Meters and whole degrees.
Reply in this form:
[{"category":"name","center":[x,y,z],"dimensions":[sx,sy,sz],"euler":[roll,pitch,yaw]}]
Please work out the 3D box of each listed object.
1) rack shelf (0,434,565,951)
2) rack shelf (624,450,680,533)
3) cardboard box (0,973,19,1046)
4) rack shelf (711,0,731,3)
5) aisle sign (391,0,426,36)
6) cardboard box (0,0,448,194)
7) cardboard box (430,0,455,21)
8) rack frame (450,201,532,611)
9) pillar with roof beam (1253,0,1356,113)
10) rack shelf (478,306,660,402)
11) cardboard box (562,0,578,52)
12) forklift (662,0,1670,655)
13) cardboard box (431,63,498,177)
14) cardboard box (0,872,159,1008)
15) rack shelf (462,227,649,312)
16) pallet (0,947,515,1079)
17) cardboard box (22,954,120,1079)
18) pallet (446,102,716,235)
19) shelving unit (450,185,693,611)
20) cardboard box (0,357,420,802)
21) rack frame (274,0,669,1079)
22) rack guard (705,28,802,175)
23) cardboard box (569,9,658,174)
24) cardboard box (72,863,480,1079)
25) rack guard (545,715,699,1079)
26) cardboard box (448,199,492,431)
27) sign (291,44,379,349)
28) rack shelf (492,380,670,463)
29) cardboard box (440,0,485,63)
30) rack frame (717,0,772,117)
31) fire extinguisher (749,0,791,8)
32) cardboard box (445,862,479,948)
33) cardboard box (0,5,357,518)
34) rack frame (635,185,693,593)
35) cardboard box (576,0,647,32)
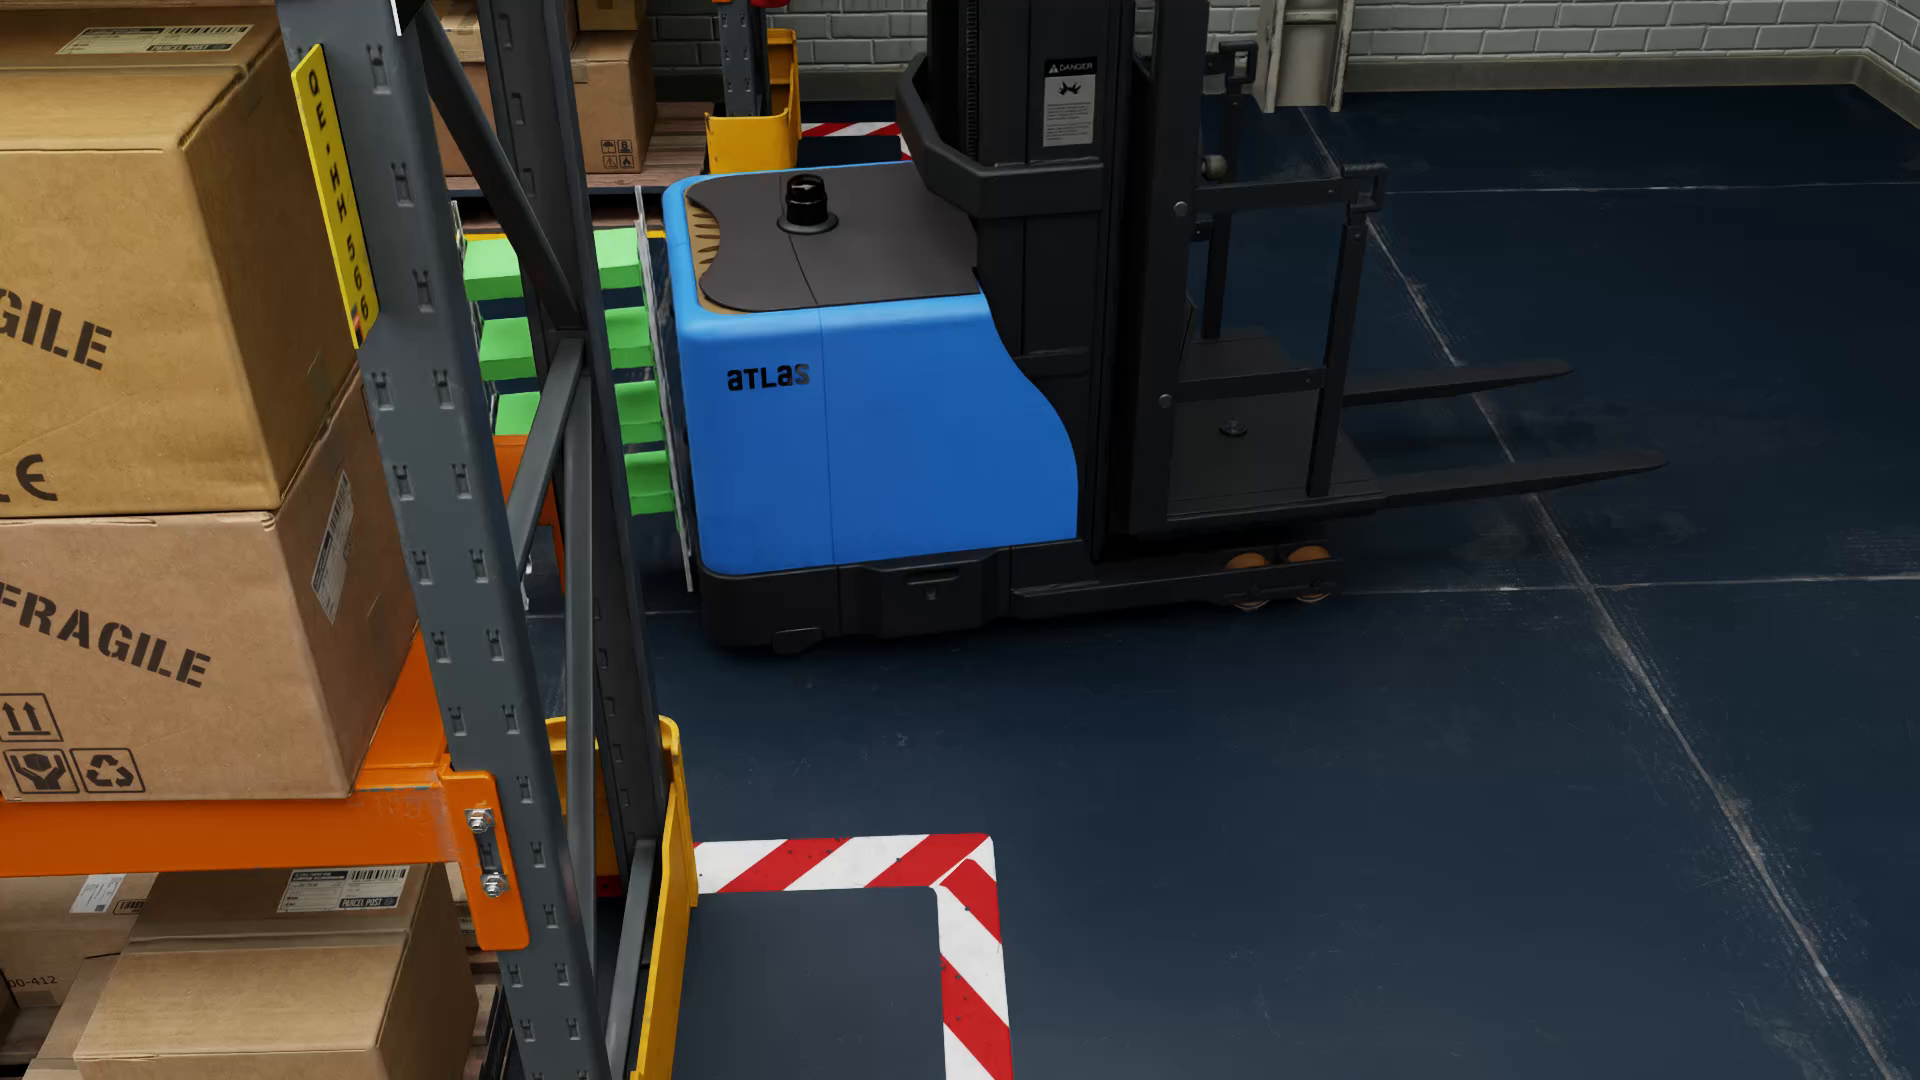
[{"category":"rack shelf","center":[-2.703,0.259,2.872],"dimensions":[4.000,0.370,1.077],"euler":[-2,35,-2]},{"category":"rack shelf","center":[-1.077,-0.127,4.903],"dimensions":[0.480,0.148,0.258],"euler":[-6,35,-7]},{"category":"cardboard box","center":[-2.187,1.022,3.167],"dimensions":[0.500,0.250,0.500],"euler":[-2,35,-2]},{"category":"rack shelf","center":[-2.941,-2.557,6.941],"dimensions":[4.000,0.370,1.077],"euler":[-2,35,-2]},{"category":"aisle sign","center":[-0.622,-0.987,1.756],"dimensions":[0.004,0.787,0.394],"euler":[-2,35,-2]},{"category":"cardboard box","center":[-1.161,-0.681,2.632],"dimensions":[0.500,0.500,0.500],"euler":[-1,35,-1]},{"category":"cardboard box","center":[-2.278,-2.339,7.251],"dimensions":[0.250,0.149,0.380],"euler":[-1,35,-2]},{"category":"rack frame","center":[-1.324,-0.350,4.701],"dimensions":[0.015,1.200,0.240],"euler":[-6,35,-7]},{"category":"pillar with roof beam","center":[1.917,-3.491,2.386],"dimensions":[0.400,9.000,9.100],"euler":[-2,35,-2]},{"category":"rack shelf","center":[-1.087,-0.520,4.628],"dimensions":[0.480,0.148,0.258],"euler":[-6,35,-7]},{"category":"cardboard box","center":[-1.757,-2.135,6.957],"dimensions":[0.250,0.149,0.380],"euler":[-2,35,-3]},{"category":"forklift","center":[0.677,-1.289,4.537],"dimensions":[3.031,2.935,1.130],"euler":[-6,35,-9]},{"category":"cardboard box","center":[-2.138,-1.962,7.277],"dimensions":[0.500,0.500,0.700],"euler":[-2,35,-2]},{"category":"cardboard box","center":[-1.761,0.726,3.595],"dimensions":[0.500,0.250,0.500],"euler":[-2,35,-2]},{"category":"rack shelf","center":[-1.093,-0.717,4.491],"dimensions":[0.480,0.148,0.258],"euler":[-6,35,-7]},{"category":"pallet","center":[-1.577,1.080,3.504],"dimensions":[1.213,0.211,1.003],"euler":[-2,35,-2]},{"category":"cardboard box","center":[-1.645,1.008,3.261],"dimensions":[0.250,0.166,0.380],"euler":[-2,35,-2]},{"category":"pallet","center":[-1.738,-1.694,7.512],"dimensions":[1.213,0.211,1.003],"euler":[-2,35,-2]},{"category":"shelving unit","center":[-1.083,-0.376,4.729],"dimensions":[0.503,1.200,0.258],"euler":[-6,35,-7]},{"category":"cardboard box","center":[-1.140,0.035,2.476],"dimensions":[0.500,0.500,0.500],"euler":[-1,35,-1]},{"category":"rack frame","center":[-0.705,-0.091,2.745],"dimensions":[0.127,3.000,1.000],"euler":[-2,35,-2]},{"category":"rack guard","center":[-0.919,-1.879,7.526],"dimensions":[0.348,0.500,1.175],"euler":[-2,35,-2]},{"category":"cardboard box","center":[-1.638,-1.976,7.296],"dimensions":[0.500,0.500,0.700],"euler":[-2,35,-2]},{"category":"cardboard box","center":[-1.236,0.911,3.108],"dimensions":[0.500,0.500,0.500],"euler":[-2,35,-2]},{"category":"rack guard","center":[-0.781,0.939,3.454],"dimensions":[0.348,0.500,1.175],"euler":[-2,35,-2]},{"category":"cardboard box","center":[-1.161,-0.270,2.916],"dimensions":[0.500,0.500,0.500],"euler":[-1,35,-1]},{"category":"sign","center":[-0.699,-0.381,1.869],"dimensions":[0.005,0.325,0.100],"euler":[-2,35,-2]},{"category":"rack shelf","center":[-1.082,-0.323,4.765],"dimensions":[0.480,0.148,0.258],"euler":[-6,35,-7]},{"category":"cardboard box","center":[-2.013,-2.128,6.946],"dimensions":[0.250,0.149,0.380],"euler":[-1,35,-1]},{"category":"rack frame","center":[-0.943,-2.906,6.814],"dimensions":[0.127,3.000,1.000],"euler":[-2,35,-2]},{"category":"fire extinguisher","center":[-0.771,-2.463,6.569],"dimensions":[0.183,0.674,0.296],"euler":[-2,35,-2]},{"category":"cardboard box","center":[-1.140,0.717,3.697],"dimensions":[0.250,0.149,0.380],"euler":[-2,35,-2]},{"category":"cardboard box","center":[-1.137,-0.375,2.189],"dimensions":[0.500,0.500,0.500],"euler":[-2,35,-3]},{"category":"rack frame","center":[-0.843,-0.402,4.757],"dimensions":[0.015,1.200,0.240],"euler":[-6,35,-7]},{"category":"cardboard box","center":[-1.522,-2.359,7.281],"dimensions":[0.250,0.149,0.380],"euler":[-1,35,-2]}]
